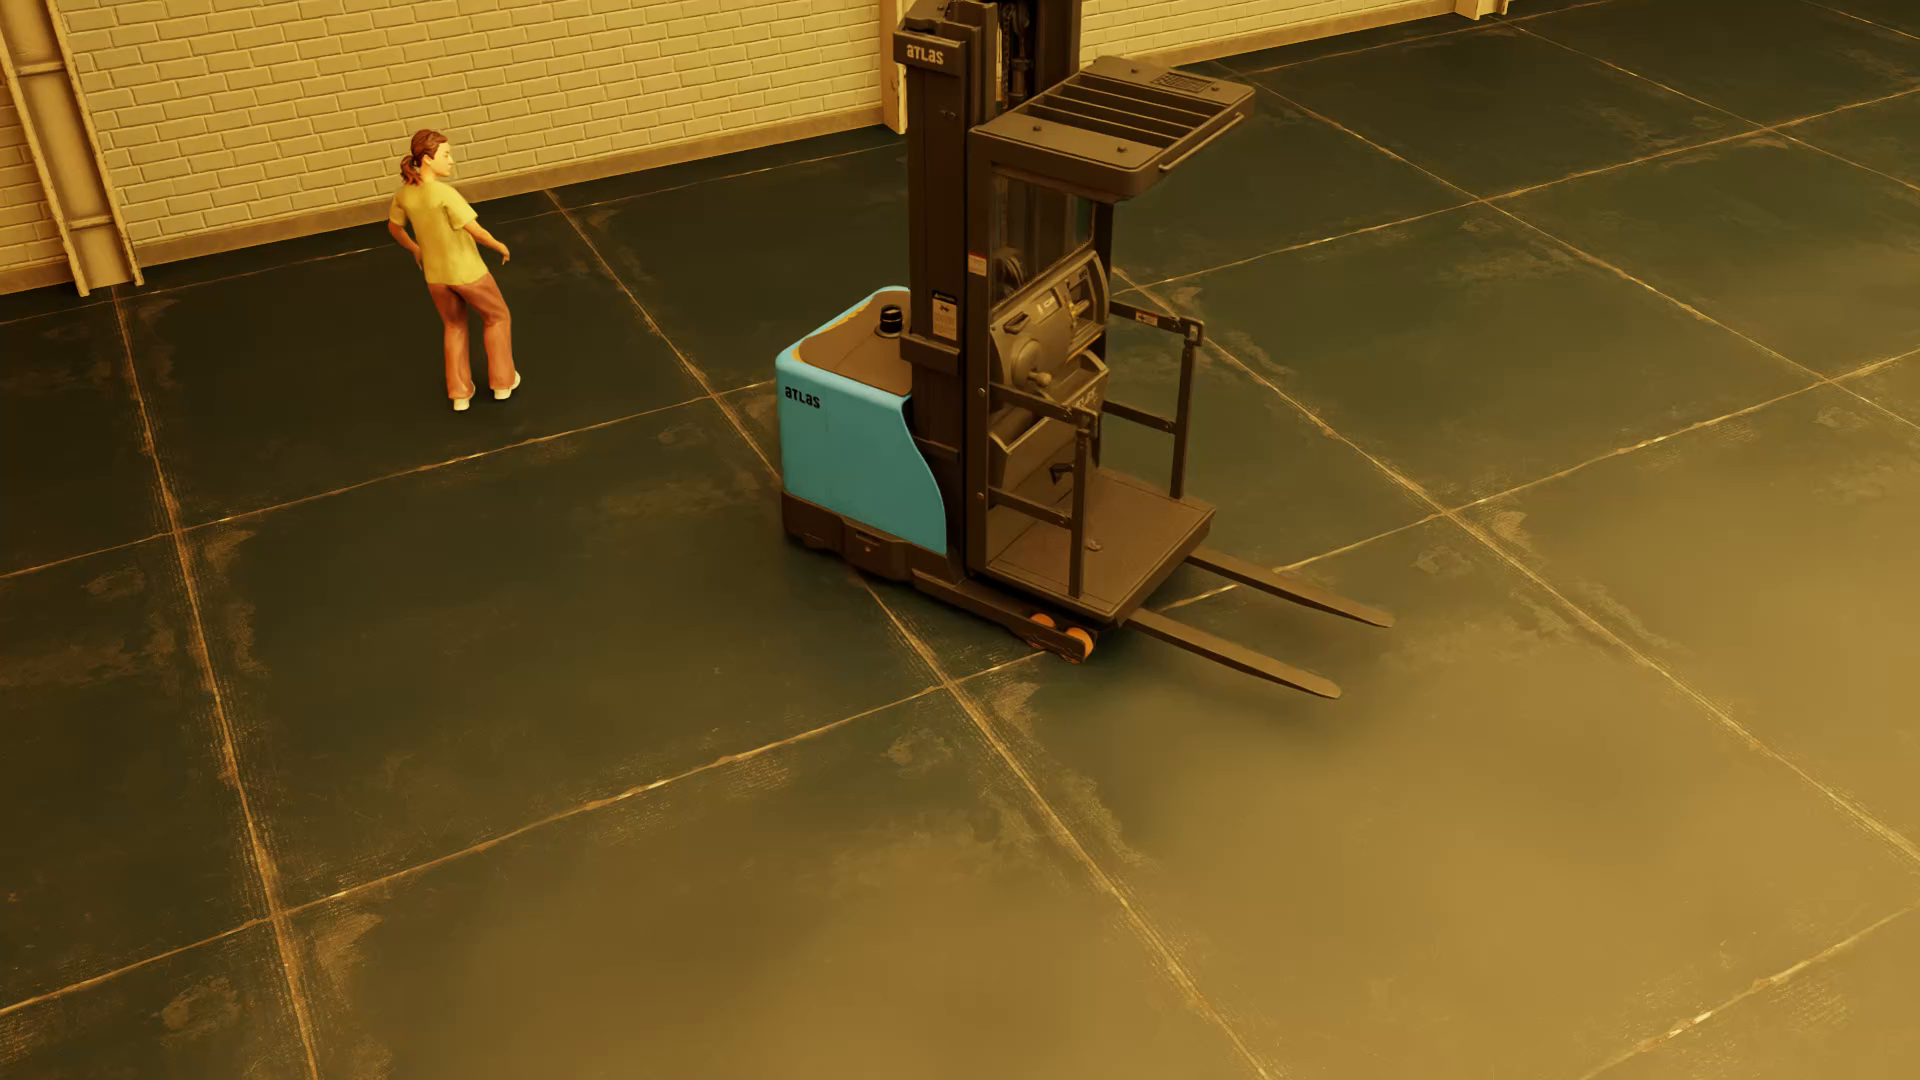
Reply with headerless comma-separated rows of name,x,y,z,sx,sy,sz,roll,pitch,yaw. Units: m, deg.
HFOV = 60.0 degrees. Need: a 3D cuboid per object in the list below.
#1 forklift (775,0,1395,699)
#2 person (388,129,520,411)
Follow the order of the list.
forklift,0.589,-0.967,7.492,3.031,2.935,1.130,21,40,27
person,-2.857,-1.533,9.430,0.658,1.633,0.473,9,36,12
